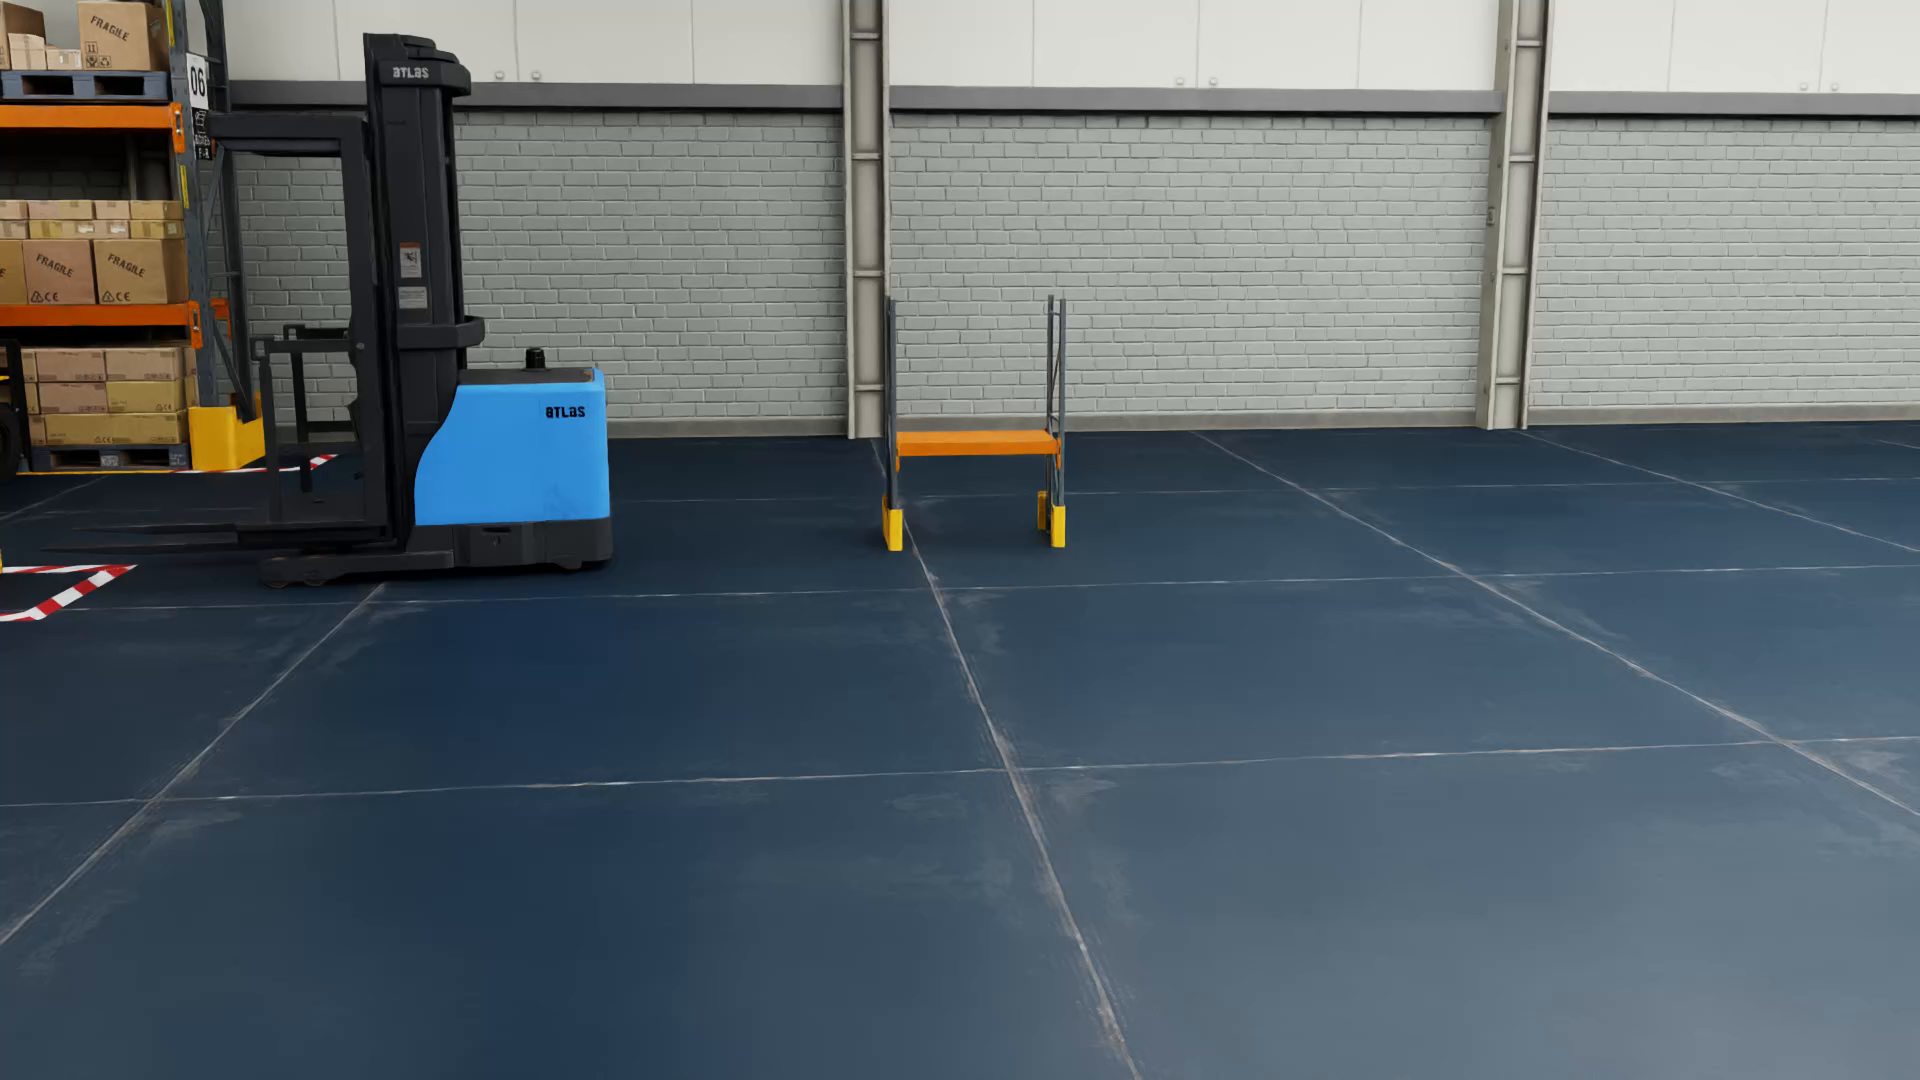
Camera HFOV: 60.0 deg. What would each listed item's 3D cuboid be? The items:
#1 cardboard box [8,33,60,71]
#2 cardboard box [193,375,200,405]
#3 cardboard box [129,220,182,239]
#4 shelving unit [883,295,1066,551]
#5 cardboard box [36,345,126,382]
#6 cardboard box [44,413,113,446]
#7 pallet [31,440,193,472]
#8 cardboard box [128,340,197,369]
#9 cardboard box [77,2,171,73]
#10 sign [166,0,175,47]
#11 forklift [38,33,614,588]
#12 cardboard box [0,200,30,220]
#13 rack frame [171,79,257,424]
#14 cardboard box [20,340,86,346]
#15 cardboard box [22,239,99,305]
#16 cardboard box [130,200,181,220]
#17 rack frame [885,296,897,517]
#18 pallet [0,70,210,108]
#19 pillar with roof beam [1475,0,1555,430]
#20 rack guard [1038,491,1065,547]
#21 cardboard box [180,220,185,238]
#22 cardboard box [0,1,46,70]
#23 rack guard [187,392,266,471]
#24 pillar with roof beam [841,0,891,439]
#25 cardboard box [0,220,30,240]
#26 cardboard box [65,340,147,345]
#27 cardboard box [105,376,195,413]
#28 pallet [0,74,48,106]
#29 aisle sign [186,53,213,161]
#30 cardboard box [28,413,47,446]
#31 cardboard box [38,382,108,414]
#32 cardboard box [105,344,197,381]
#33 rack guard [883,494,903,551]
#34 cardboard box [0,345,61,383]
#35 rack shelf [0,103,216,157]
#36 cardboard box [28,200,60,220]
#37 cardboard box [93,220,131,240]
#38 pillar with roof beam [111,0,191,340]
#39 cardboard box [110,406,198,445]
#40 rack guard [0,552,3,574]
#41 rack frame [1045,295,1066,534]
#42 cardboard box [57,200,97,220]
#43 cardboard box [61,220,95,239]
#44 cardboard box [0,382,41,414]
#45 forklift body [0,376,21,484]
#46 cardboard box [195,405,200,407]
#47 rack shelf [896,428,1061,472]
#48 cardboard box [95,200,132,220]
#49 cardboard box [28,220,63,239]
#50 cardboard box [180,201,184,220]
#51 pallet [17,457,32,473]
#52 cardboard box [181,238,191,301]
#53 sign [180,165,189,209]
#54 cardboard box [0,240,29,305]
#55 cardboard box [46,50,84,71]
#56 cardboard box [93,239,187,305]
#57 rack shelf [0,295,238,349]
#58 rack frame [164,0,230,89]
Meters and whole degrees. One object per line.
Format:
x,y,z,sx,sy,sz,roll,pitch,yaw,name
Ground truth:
-7.046,-3.714,12.710,0.258,0.266,0.396,-1,11,-6,cardboard box
-6.493,-1.266,13.776,0.500,0.250,0.500,-1,11,-5,cardboard box
-6.317,-2.440,13.065,0.250,0.149,0.380,-1,11,-5,cardboard box
0.076,-0.738,10.231,1.083,1.500,0.587,-1,11,-6,shelving unit
-6.934,-1.400,13.162,0.500,0.250,0.500,-1,11,-5,cardboard box
-6.931,-0.912,13.270,0.500,0.250,0.500,-1,11,-6,cardboard box
-6.759,-0.742,13.594,1.213,0.211,1.003,-1,11,-6,pallet
-6.501,-1.508,13.709,0.500,0.250,0.500,-1,11,-7,cardboard box
-6.417,-3.854,12.813,0.500,0.500,0.500,-1,11,-4,cardboard box
-5.958,-3.897,12.549,0.005,0.325,0.100,-1,11,-6,sign
-3.548,-1.290,9.331,3.031,2.935,1.130,-2,11,-12,forklift
-7.338,-2.560,12.902,0.250,0.149,0.380,-1,11,-5,cardboard box
-6.003,-2.134,13.447,0.127,3.000,1.000,-1,11,-6,rack frame
-7.496,-1.488,13.610,0.500,0.250,0.500,-1,11,-6,cardboard box
-6.981,-2.113,13.083,0.500,0.500,0.500,-1,11,-4,cardboard box
-6.336,-2.599,13.103,0.250,0.149,0.380,-1,11,-6,cardboard box
-0.421,-0.727,10.179,0.032,1.500,0.500,-1,11,-6,rack frame
-6.709,-3.553,13.117,1.213,0.211,1.003,-1,11,-6,pallet
5.602,-4.660,10.746,0.400,9.000,9.100,-1,11,-6,pillar with roof beam
0.571,-0.135,10.405,0.087,0.250,0.587,-1,11,-6,rack guard
-6.368,-2.544,13.592,0.250,0.149,0.380,-1,11,-8,cardboard box
-7.446,-3.852,12.802,0.500,0.500,0.700,-1,11,-6,cardboard box
-5.979,-0.908,13.691,0.348,0.500,1.175,-1,11,-6,rack guard
-0.363,-4.535,10.110,0.400,9.000,9.100,-1,11,-6,pillar with roof beam
-7.341,-2.418,12.951,0.250,0.149,0.380,-2,11,-8,cardboard box
-6.997,-1.497,13.653,0.500,0.250,0.500,-1,11,-6,cardboard box
-6.453,-1.166,13.267,0.500,0.250,0.500,-1,11,-7,cardboard box
-7.924,-3.527,12.984,1.213,0.211,1.003,-1,11,-6,pallet
-5.906,-3.355,12.917,0.004,0.787,0.394,-1,11,-6,aisle sign
-7.430,-0.903,13.226,0.500,0.250,0.500,-1,11,-5,cardboard box
-6.953,-1.158,13.224,0.500,0.250,0.500,-1,11,-7,cardboard box
-6.427,-1.412,13.222,0.500,0.250,0.500,-1,11,-4,cardboard box
-0.419,-0.114,10.299,0.087,0.250,0.587,-1,11,-6,rack guard
-7.435,-1.388,13.099,0.500,0.250,0.500,-1,11,-5,cardboard box
-7.991,-3.211,13.015,4.000,0.370,1.077,-1,11,-6,rack shelf
-7.091,-2.587,13.038,0.250,0.149,0.380,-1,11,-6,cardboard box
-6.568,-2.429,13.009,0.250,0.149,0.380,-1,11,-5,cardboard box
-6.327,-4.410,9.474,0.400,9.000,9.100,-1,11,-6,pillar with roof beam
-6.436,-0.921,13.314,0.500,0.250,0.500,-1,11,-6,cardboard box
-5.539,0.046,8.838,0.348,0.500,1.175,-1,11,-6,rack guard
0.590,-0.748,10.286,0.032,1.500,0.500,-1,11,-6,rack frame
-6.835,-2.578,12.992,0.250,0.149,0.380,-1,11,-5,cardboard box
-6.833,-2.436,13.041,0.250,0.149,0.380,-1,11,-5,cardboard box
-7.464,-1.143,13.149,0.500,0.250,0.500,-1,11,-7,cardboard box
-7.691,-1.328,11.548,1.214,2.155,2.313,-1,11,-6,forklift body
-6.512,-1.018,13.810,0.500,0.250,0.500,-1,11,-6,cardboard box
0.085,-0.561,10.267,1.000,0.185,0.538,-1,11,-6,rack shelf
-6.578,-2.588,13.046,0.250,0.149,0.380,-1,11,-6,cardboard box
-7.080,-2.433,13.026,0.250,0.149,0.380,-1,11,-6,cardboard box
-6.360,-2.681,13.519,0.250,0.149,0.380,-1,11,-7,cardboard box
-7.969,-0.717,13.468,1.213,0.211,1.003,-1,11,-6,pallet
-6.525,-2.226,13.656,0.500,0.500,0.500,-1,11,-4,cardboard box
-5.958,-2.714,12.782,0.005,0.325,0.100,-1,11,-6,sign
-7.490,-2.103,13.028,0.500,0.500,0.500,-1,11,-7,cardboard box
-6.794,-3.662,12.748,0.250,0.149,0.380,-2,11,-8,cardboard box
-6.464,-2.122,13.129,0.500,0.500,0.500,-1,11,-7,cardboard box
-7.991,-1.739,13.304,4.000,0.370,1.077,-1,11,-6,rack shelf
-6.003,-5.078,12.868,0.127,3.000,1.000,-1,11,-6,rack frame
